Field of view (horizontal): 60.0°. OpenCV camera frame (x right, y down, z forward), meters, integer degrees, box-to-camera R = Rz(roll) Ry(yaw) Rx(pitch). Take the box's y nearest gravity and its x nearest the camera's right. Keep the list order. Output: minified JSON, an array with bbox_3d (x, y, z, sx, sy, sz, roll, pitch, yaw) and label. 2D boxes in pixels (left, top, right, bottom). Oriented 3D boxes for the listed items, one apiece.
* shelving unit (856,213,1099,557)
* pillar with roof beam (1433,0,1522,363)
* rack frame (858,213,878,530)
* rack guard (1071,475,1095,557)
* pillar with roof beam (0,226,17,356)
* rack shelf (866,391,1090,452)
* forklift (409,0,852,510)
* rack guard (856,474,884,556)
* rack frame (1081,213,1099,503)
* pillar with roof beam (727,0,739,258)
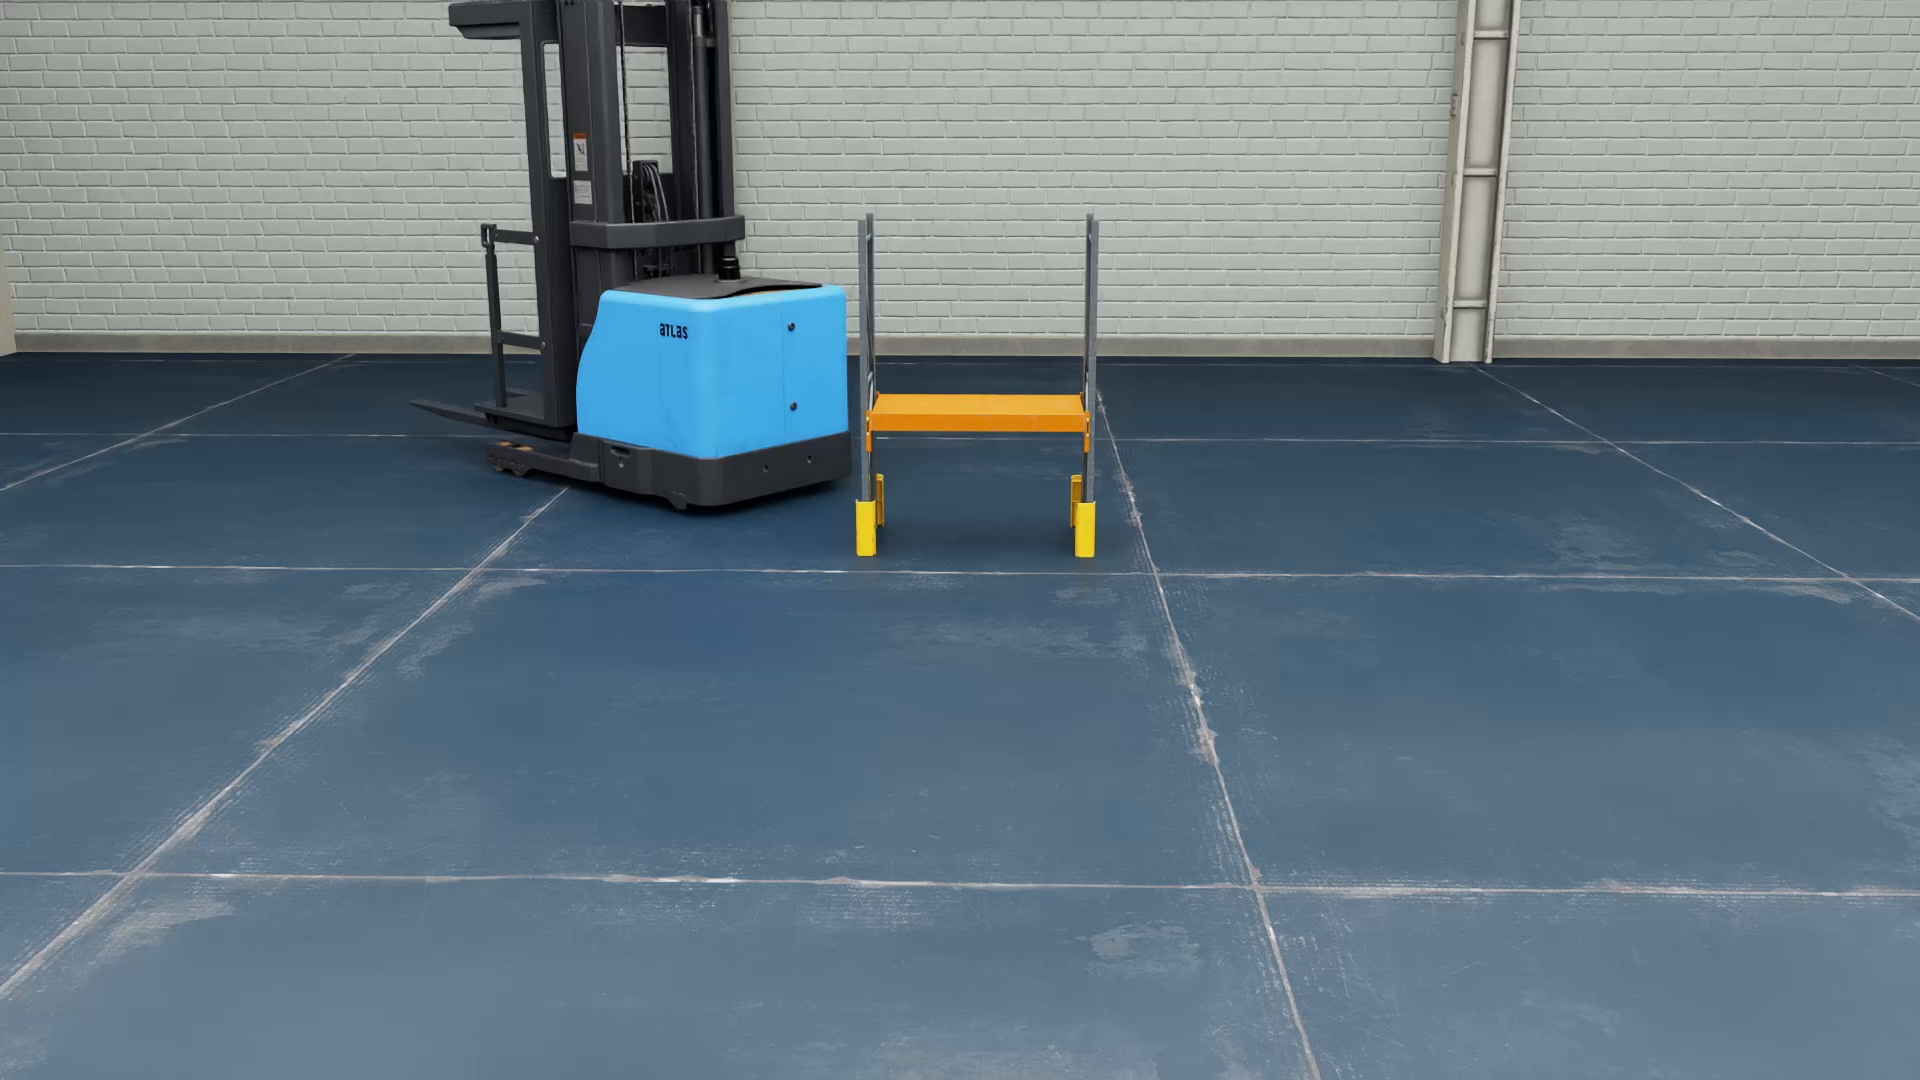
[{"bbox_3d":[0.076,-0.725,7.647,1.083,1.500,0.587,0,15,1],"label":"shelving unit"},{"bbox_3d":[3.906,-4.695,7.996,0.400,9.000,9.100,0,15,1],"label":"pillar with roof beam"},{"bbox_3d":[-0.423,-0.728,7.659,0.032,1.500,0.500,0,15,1],"label":"rack frame"},{"bbox_3d":[0.574,-0.117,7.794,0.087,0.250,0.587,0,15,1],"label":"rack guard"},{"bbox_3d":[-8.090,-4.773,8.293,0.400,9.000,9.100,0,15,1],"label":"pillar with roof beam"},{"bbox_3d":[0.085,-0.551,7.692,1.000,0.185,0.538,0,15,1],"label":"rack shelf"},{"bbox_3d":[-2.018,-1.857,9.135,3.031,2.935,1.130,13,19,40],"label":"forklift"},{"bbox_3d":[-0.422,-0.124,7.819,0.087,0.250,0.587,0,15,1],"label":"rack guard"},{"bbox_3d":[0.593,-0.721,7.634,0.032,1.500,0.500,0,15,1],"label":"rack frame"},{"bbox_3d":[-2.092,-4.734,8.145,0.400,9.000,9.100,0,15,1],"label":"pillar with roof beam"}]
